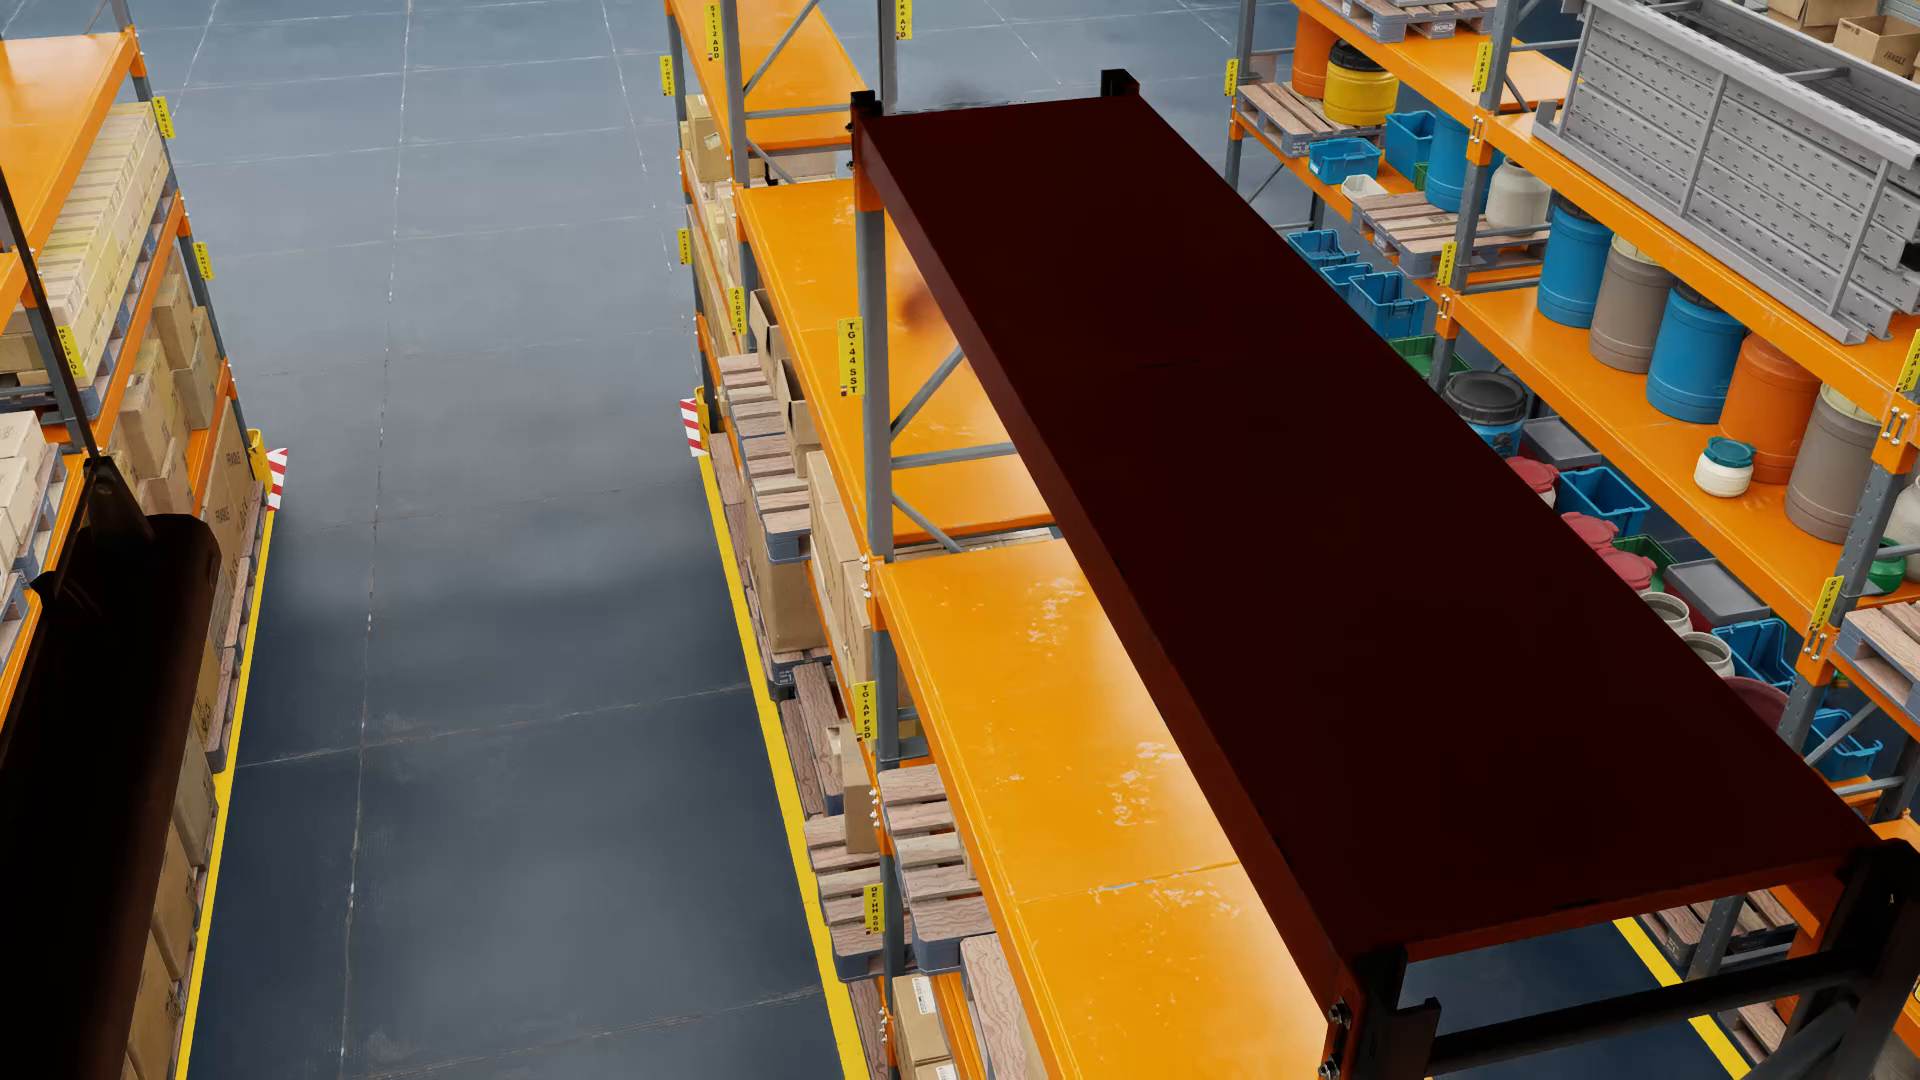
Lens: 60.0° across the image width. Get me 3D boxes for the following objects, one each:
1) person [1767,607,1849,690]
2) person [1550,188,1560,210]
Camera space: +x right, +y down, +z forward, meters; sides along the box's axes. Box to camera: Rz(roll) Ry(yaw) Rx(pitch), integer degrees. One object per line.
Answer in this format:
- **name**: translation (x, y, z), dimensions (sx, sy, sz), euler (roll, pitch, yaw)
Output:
- **person**: translation (6.197, 0.336, 12.017), dimensions (0.684, 1.791, 0.865), euler (-14, 37, -20)
- **person**: translation (6.612, -4.036, 18.472), dimensions (0.957, 1.768, 0.690), euler (8, 35, 12)
